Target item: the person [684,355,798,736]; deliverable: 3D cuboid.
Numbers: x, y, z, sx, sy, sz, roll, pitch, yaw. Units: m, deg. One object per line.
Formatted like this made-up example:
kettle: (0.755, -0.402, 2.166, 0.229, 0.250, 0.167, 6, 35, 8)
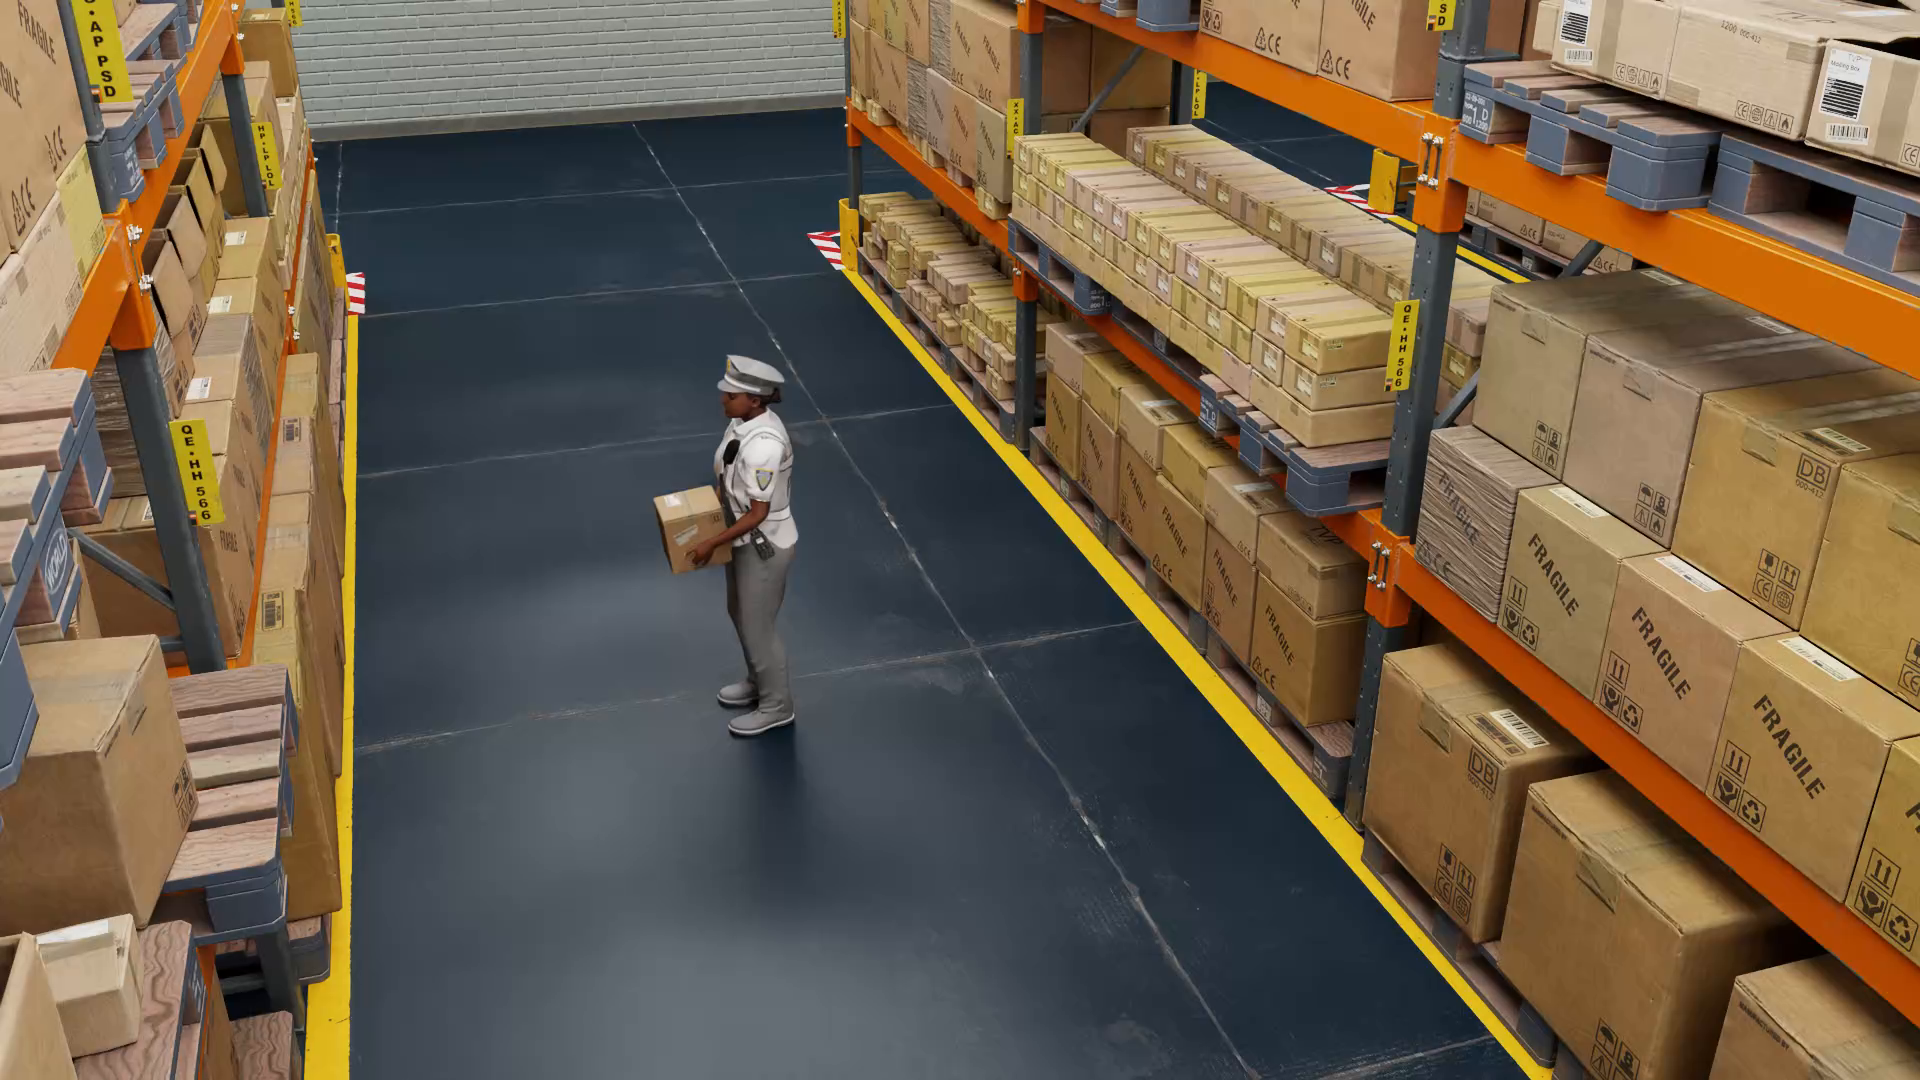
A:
person: (-0.939, 0.022, 7.034, 0.497, 1.692, 0.470, -8, 28, -16)
